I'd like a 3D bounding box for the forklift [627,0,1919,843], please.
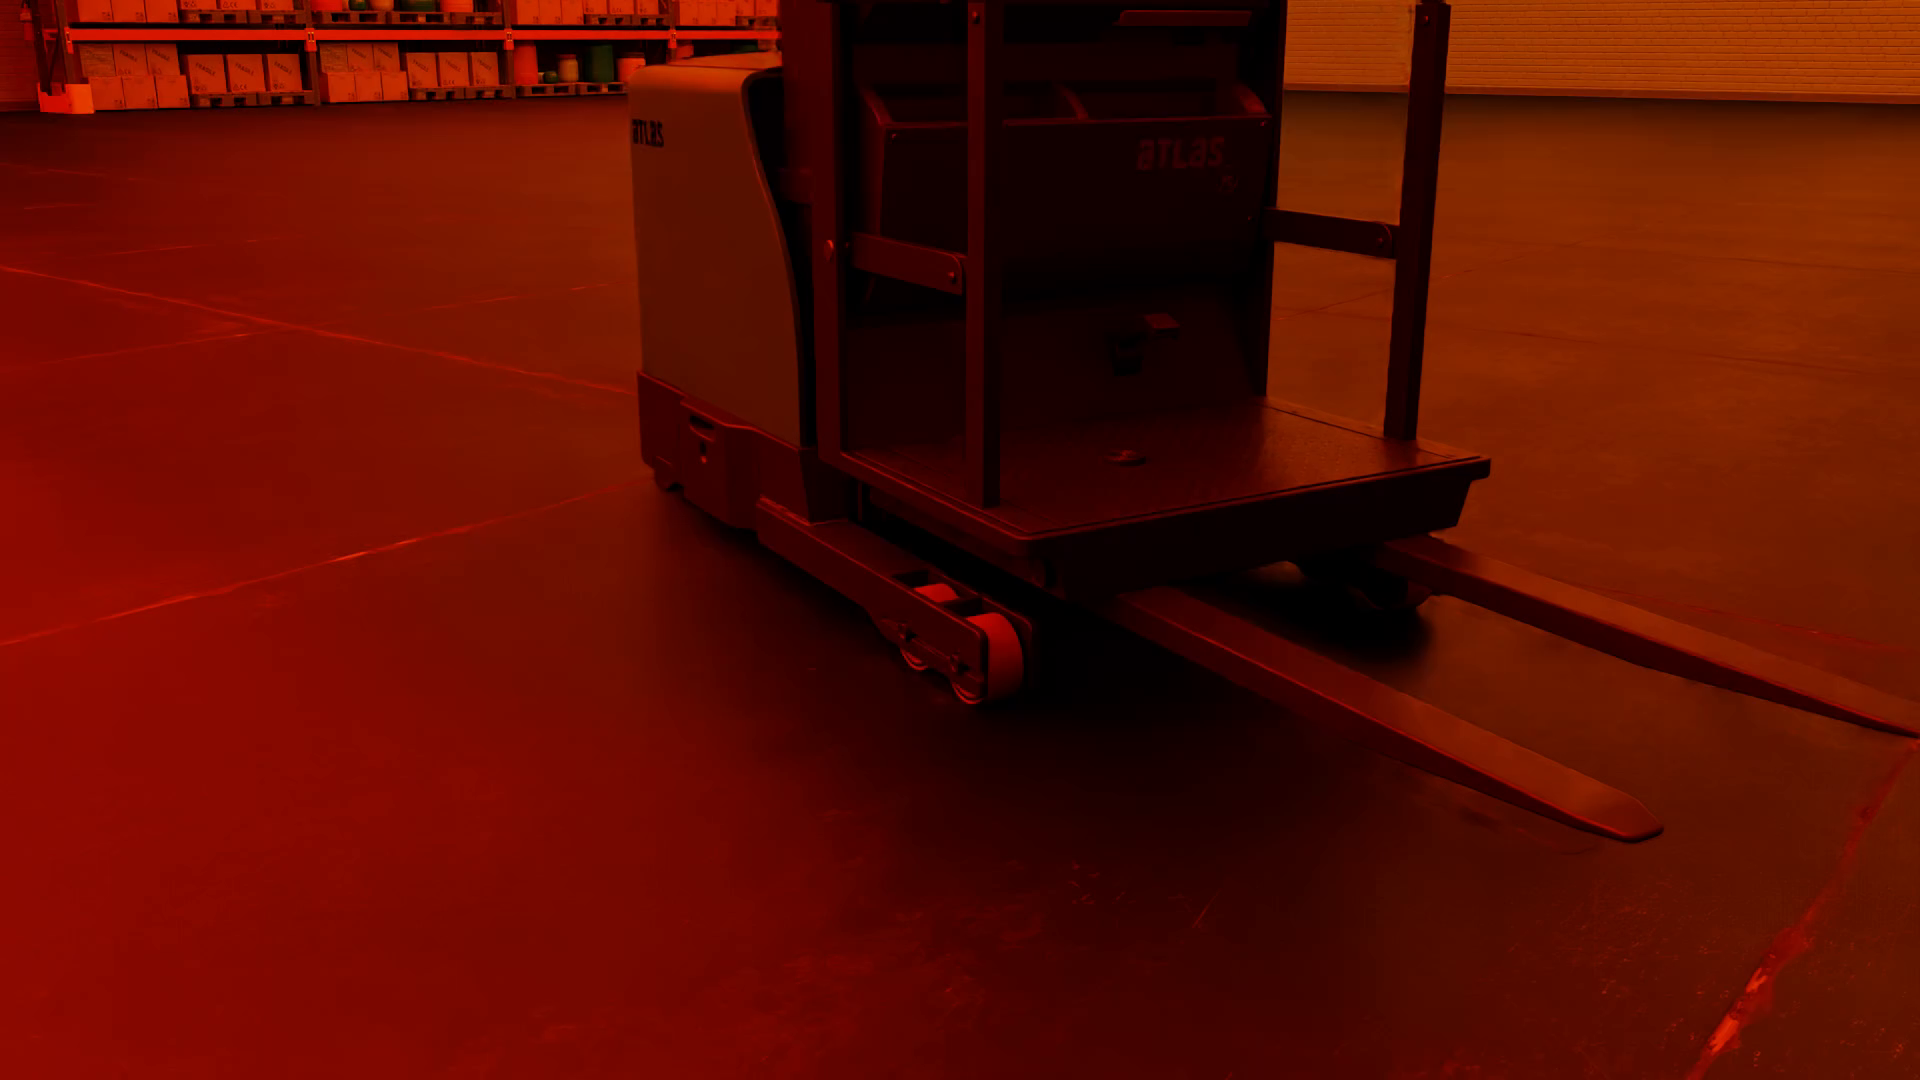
[{"bbox_3d":[0.333,-1.259,3.043,1.130,2.935,3.031,-10,19,-29],"label":"forklift"}]
